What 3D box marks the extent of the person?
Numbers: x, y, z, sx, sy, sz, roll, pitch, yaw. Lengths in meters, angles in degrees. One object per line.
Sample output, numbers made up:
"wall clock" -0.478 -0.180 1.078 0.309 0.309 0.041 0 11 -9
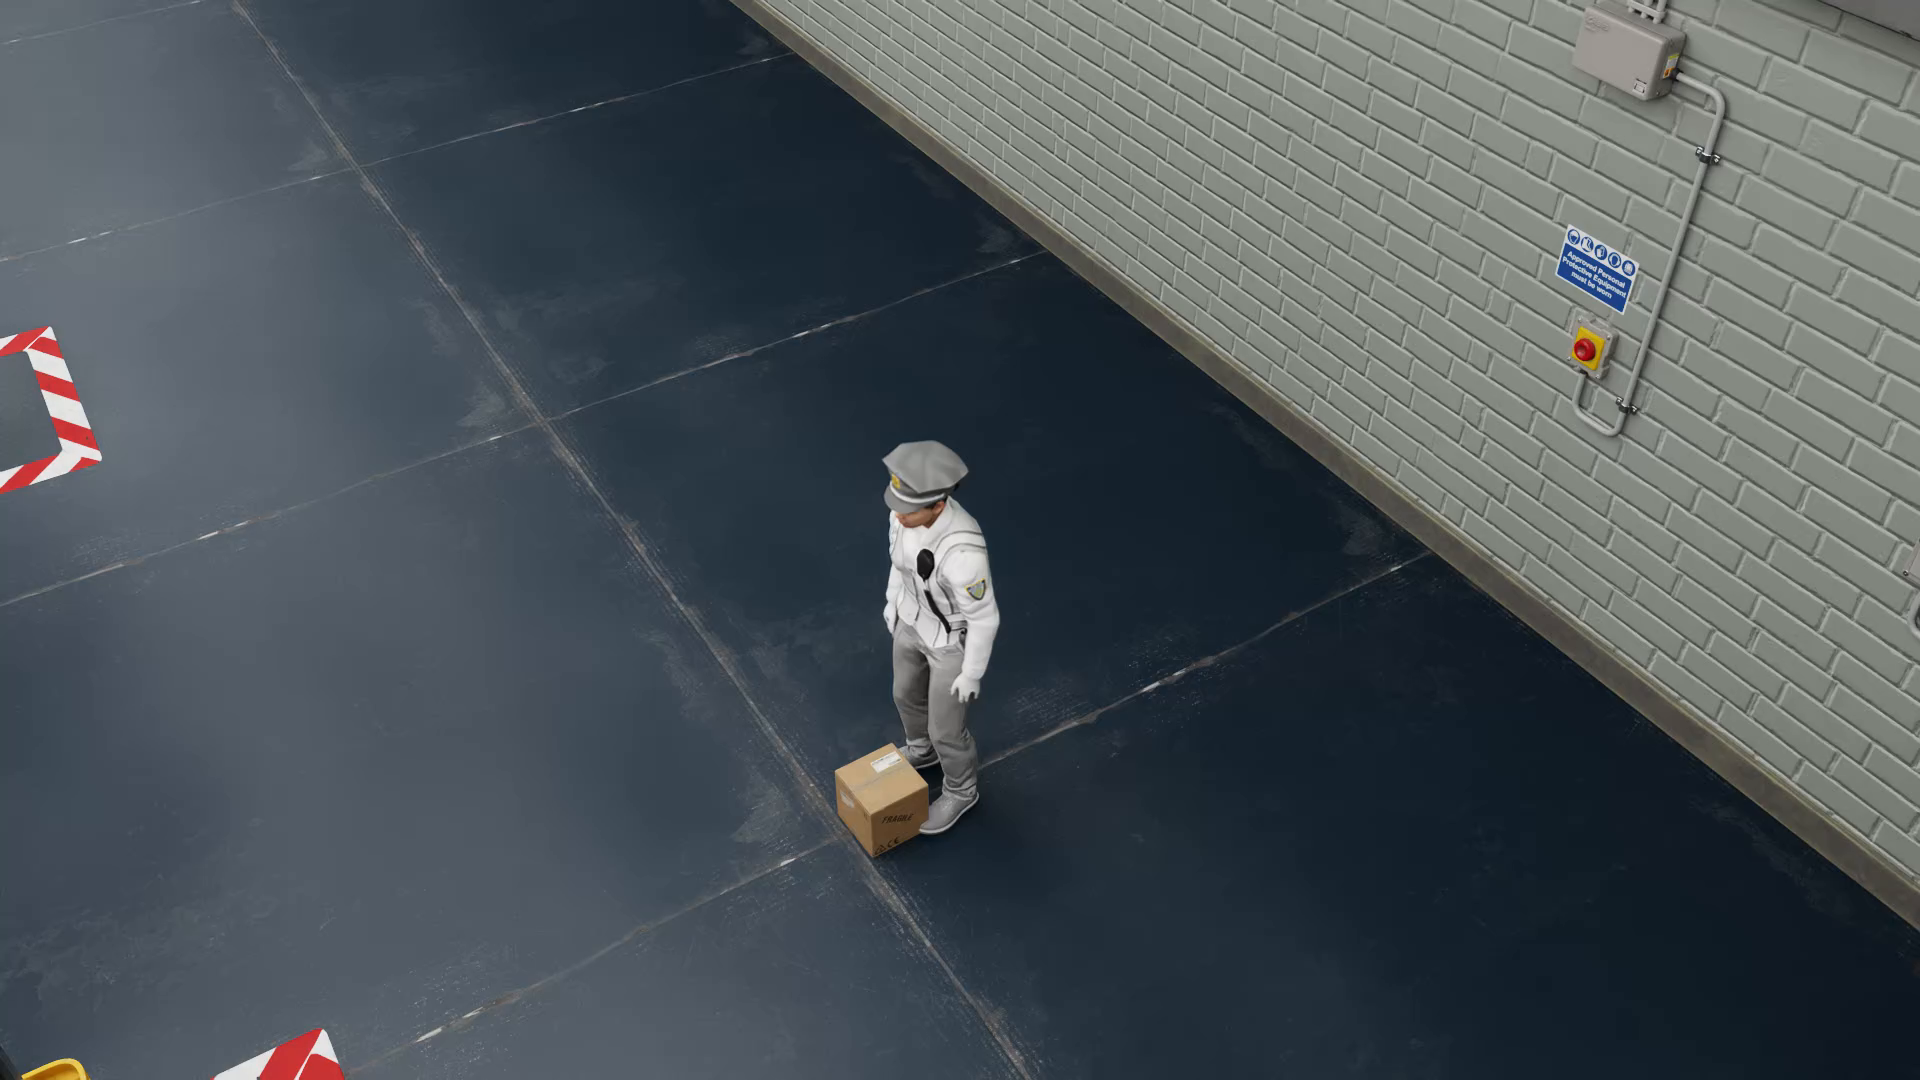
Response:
"person" -0.084 0.338 5.768 0.374 1.661 0.532 -25 47 -26
